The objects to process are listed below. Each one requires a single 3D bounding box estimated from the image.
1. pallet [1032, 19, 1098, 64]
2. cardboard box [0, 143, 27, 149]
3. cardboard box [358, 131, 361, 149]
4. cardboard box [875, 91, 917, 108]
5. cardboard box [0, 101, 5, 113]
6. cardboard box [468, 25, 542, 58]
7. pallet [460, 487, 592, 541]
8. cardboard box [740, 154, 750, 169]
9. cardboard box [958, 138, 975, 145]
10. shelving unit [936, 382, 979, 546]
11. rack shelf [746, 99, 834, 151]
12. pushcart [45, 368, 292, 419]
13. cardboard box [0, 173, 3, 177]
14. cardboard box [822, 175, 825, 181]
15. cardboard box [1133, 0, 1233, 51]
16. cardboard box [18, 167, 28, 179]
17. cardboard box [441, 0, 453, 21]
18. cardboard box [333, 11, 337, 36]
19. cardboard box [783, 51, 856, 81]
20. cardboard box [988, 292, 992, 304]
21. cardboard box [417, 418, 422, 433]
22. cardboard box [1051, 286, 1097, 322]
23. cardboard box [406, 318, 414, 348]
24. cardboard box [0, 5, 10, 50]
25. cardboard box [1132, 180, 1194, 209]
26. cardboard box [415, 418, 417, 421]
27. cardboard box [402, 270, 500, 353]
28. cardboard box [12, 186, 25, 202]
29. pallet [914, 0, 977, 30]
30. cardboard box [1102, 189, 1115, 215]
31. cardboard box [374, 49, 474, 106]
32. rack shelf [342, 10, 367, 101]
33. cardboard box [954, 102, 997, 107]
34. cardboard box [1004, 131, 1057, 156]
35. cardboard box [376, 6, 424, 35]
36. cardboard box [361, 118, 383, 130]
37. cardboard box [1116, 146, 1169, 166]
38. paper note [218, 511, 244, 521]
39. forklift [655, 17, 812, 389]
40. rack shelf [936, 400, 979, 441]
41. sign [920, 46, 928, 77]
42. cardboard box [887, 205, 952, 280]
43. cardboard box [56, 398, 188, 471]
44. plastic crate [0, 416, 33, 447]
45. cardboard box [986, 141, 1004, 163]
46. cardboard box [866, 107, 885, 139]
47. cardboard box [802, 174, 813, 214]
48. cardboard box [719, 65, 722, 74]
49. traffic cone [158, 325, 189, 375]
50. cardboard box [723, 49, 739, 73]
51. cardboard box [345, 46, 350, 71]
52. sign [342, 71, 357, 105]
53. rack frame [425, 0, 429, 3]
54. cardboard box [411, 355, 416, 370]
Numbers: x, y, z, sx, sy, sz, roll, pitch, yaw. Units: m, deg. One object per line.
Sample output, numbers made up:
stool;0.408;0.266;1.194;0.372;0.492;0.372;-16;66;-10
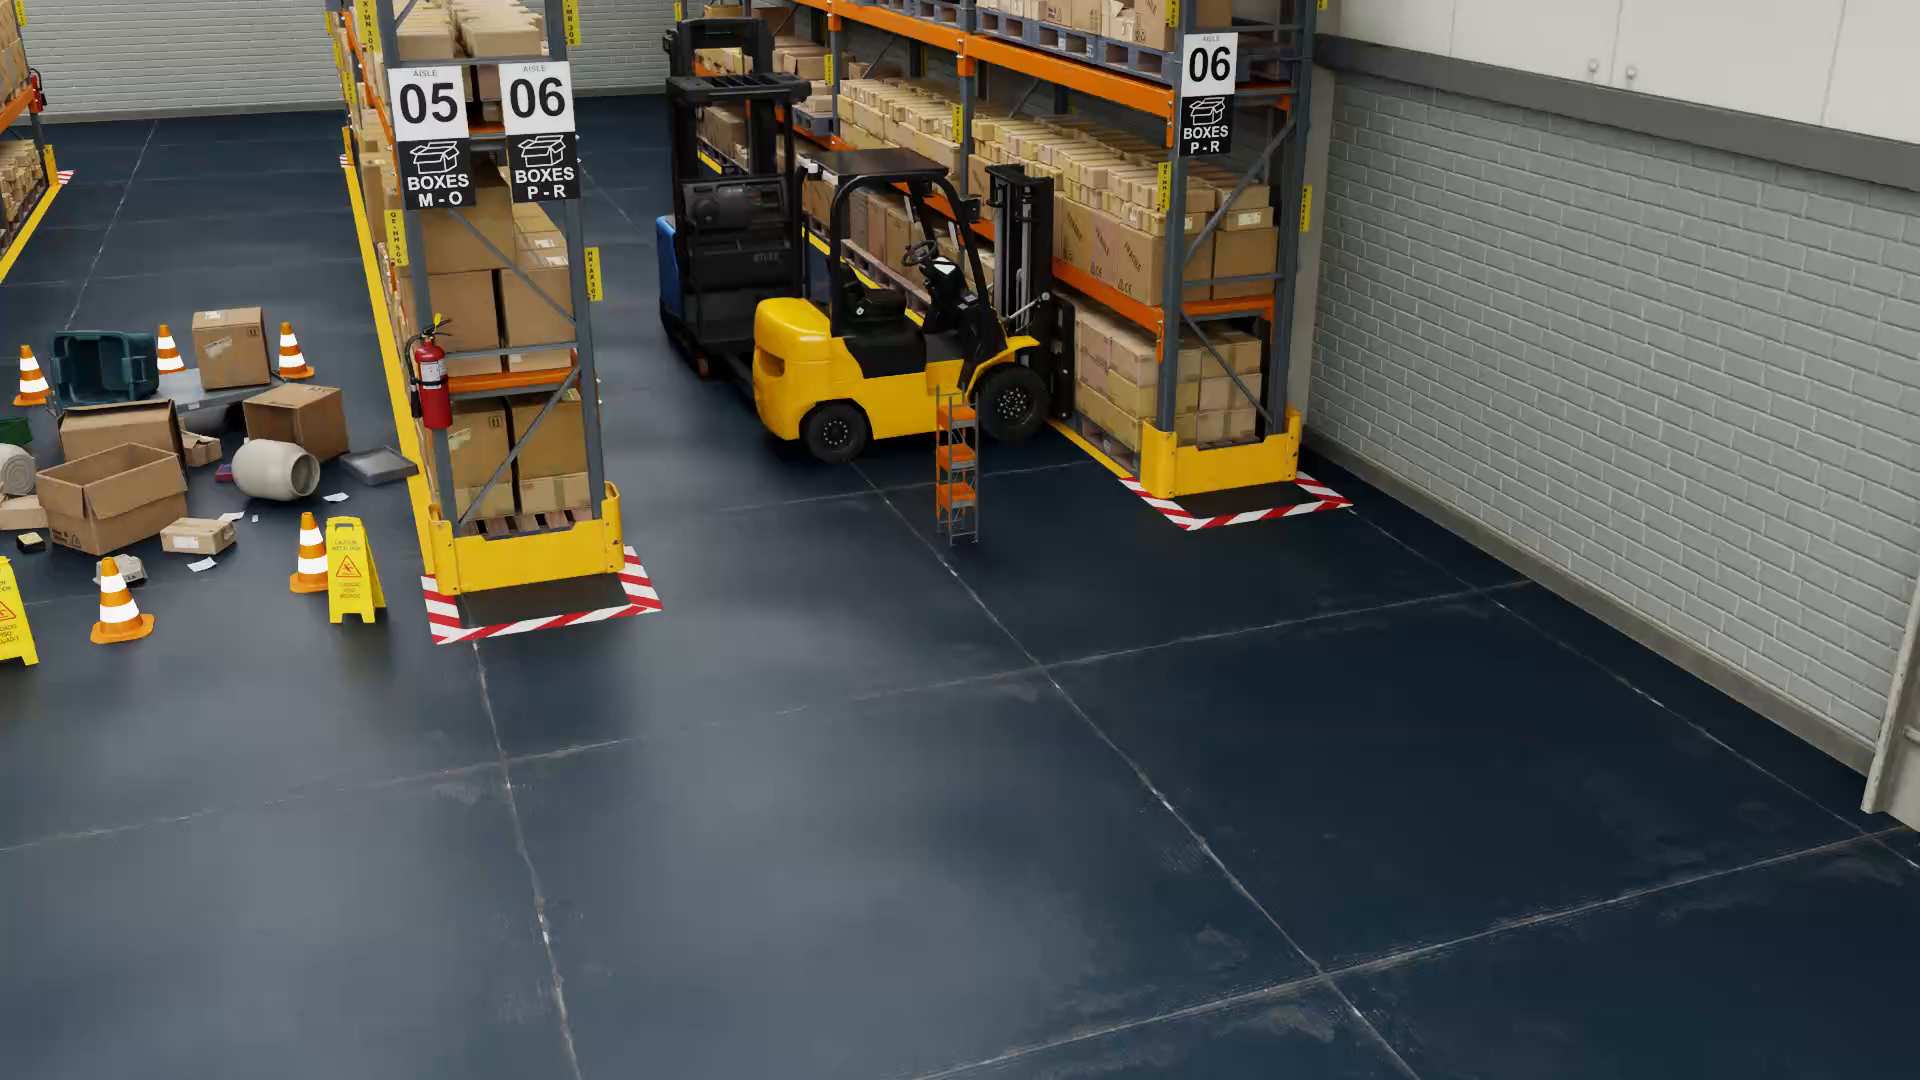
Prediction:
pallet;1.239;-3.869;12.820;1.003;0.211;1.213;-8;24;-19
cardboard box;-12.531;-5.136;21.937;0.380;0.149;0.250;-8;24;-18
cardboard box;-5.990;-4.127;17.372;0.500;0.250;0.500;-9;25;-21
cardboard box;-0.658;-4.552;17.224;0.380;0.149;0.250;-8;24;-18
cardboard box;-11.882;-5.289;20.261;0.380;0.149;0.250;-7;24;-17
cardboard box;-2.677;-2.932;9.779;0.380;0.149;0.250;-9;24;-19
pallet;-3.023;-0.184;11.414;1.003;0.211;1.213;-8;24;-19
cardboard box;-2.811;-5.226;22.916;0.380;0.149;0.250;-9;25;-21
cardboard box;0.158;-3.716;15.239;0.380;0.149;0.250;-7;24;-17
shelving unit;-0.019;-0.503;11.092;0.215;1.050;0.252;-8;24;-19
rack shelf;-1.633;-5.125;20.475;1.077;0.370;4.000;-8;24;-19
pushcart;-6.271;-1.055;13.268;1.648;0.377;0.936;-18;29;-37
cardboard box;-11.682;-4.286;19.921;0.380;0.149;0.250;-9;24;-20
cardboard box;-1.463;-4.310;19.457;0.380;0.149;0.250;-10;25;-22
cardboard box;1.515;-3.619;11.314;0.500;0.500;0.500;-8;24;-17
cardboard box;-12.083;-4.632;21.126;0.380;0.149;0.250;-7;24;-16
cardboard box;-3.457;-3.767;11.760;0.380;0.149;0.250;-9;24;-20
cardboard box;-7.936;-6.694;21.854;0.500;0.500;0.500;-8;24;-19
cardboard box;-1.676;-5.539;19.856;0.797;0.503;0.637;-9;24;-20
cardboard box;0.549;-2.033;14.567;0.500;0.250;0.500;-8;24;-19
cardboard box;-3.629;-1.042;11.894;0.500;0.500;0.500;-9;24;-20
cardboard box;0.900;-1.887;13.577;0.500;0.250;0.500;-9;24;-20
cardboard box;-3.458;-1.394;11.019;0.380;0.149;0.250;-8;24;-18
cardboard box;-12.225;-6.379;20.723;0.500;0.500;0.500;-7;24;-16
cardboard box;1.460;-2.492;11.954;0.380;0.149;0.250;-8;24;-19
cardboard box;-3.811;-0.885;12.487;0.500;0.250;0.500;-9;24;-20
cardboard box;-3.192;-1.484;10.396;0.500;0.500;0.500;-9;24;-20
cardboard box;-11.901;-4.307;20.738;0.380;0.149;0.250;-9;24;-20
pallet;0.163;-4.890;15.373;0.805;0.209;1.217;-9;25;-21
cardboard box;1.286;-2.539;12.448;0.380;0.149;0.250;-9;24;-19
cardboard box;-3.175;-2.740;9.837;0.500;0.250;0.500;-9;24;-20
rack shelf;-4.862;-4.372;14.825;1.077;0.370;4.000;-8;24;-19
cardboard box;0.162;-4.250;16.506;0.380;0.149;0.250;-9;24;-19
cardboard box;0.592;-3.321;13.920;0.380;0.149;0.250;-8;24;-18
cardboard box;-3.711;-3.410;10.913;0.380;0.149;0.250;-8;24;-18
cardboard box;-4.043;-2.860;12.375;0.700;0.500;0.500;-8;24;-19
cardboard box;1.461;-3.023;13.213;0.380;0.149;0.250;-8;24;-19
paper note;-5.098;-0.167;11.622;0.148;0.019;0.142;0;23;-1
forklift;-1.904;-2.973;14.530;1.130;2.935;3.031;-8;24;-19
rack shelf;-0.019;-0.755;10.986;0.215;0.259;0.240;-8;24;-19
sign;-0.408;-5.341;18.570;0.100;0.325;0.005;-8;24;-19
cardboard box;-0.243;-3.120;17.307;0.875;0.625;0.625;-9;25;-21
cardboard box;-6.070;-0.683;12.047;0.797;0.637;0.503;-8;24;-19
plastic crate;-7.464;-0.726;12.657;0.450;0.188;0.662;-6;21;12
cardboard box;0.446;-3.376;14.434;0.380;0.149;0.250;-8;24;-18
cardboard box;-0.654;-4.322;17.192;0.500;0.250;0.500;-9;24;-20
cardboard box;-1.631;-4.269;20.195;0.500;0.500;0.500;-7;24;-17
cardboard box;-3.217;-6.712;23.637;0.380;0.149;0.250;-8;24;-19
traffic cone;-6.941;-1.652;14.574;0.336;0.463;0.334;-8;24;-19
cardboard box;-2.938;-6.583;22.817;0.500;0.250;0.500;-8;24;-19
cardboard box;-6.354;-5.073;18.009;0.500;0.500;0.500;-8;24;-19
sign;-6.087;-4.504;16.583;0.100;0.325;0.005;-8;24;-19
rack frame;-4.156;-5.359;12.378;1.000;3.000;0.127;-8;24;-19
cardboard box;-3.548;-1.183;11.394;0.380;0.149;0.250;-8;24;-18
